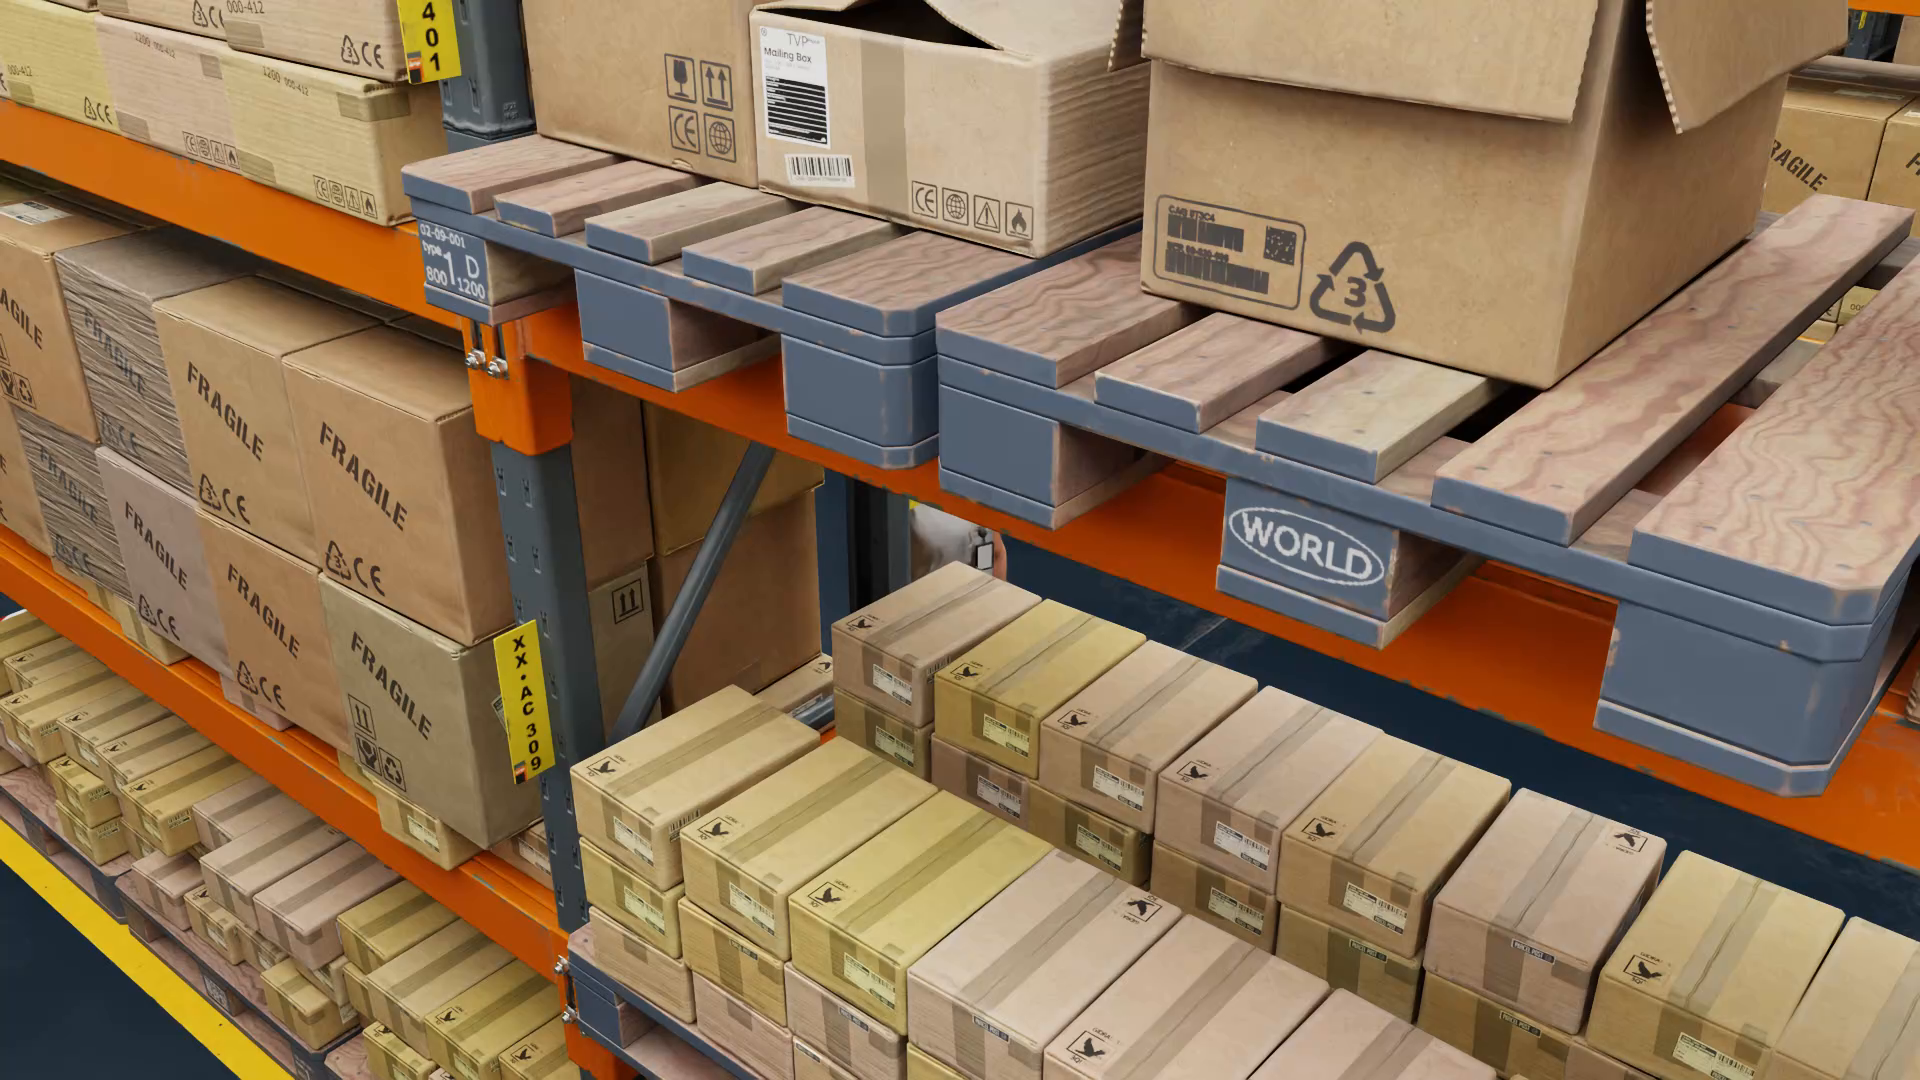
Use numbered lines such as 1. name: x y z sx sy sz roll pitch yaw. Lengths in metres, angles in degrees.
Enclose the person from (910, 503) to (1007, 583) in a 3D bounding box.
1. person: -0.051 0.314 5.520 0.486 1.695 0.424 -7 28 -13
